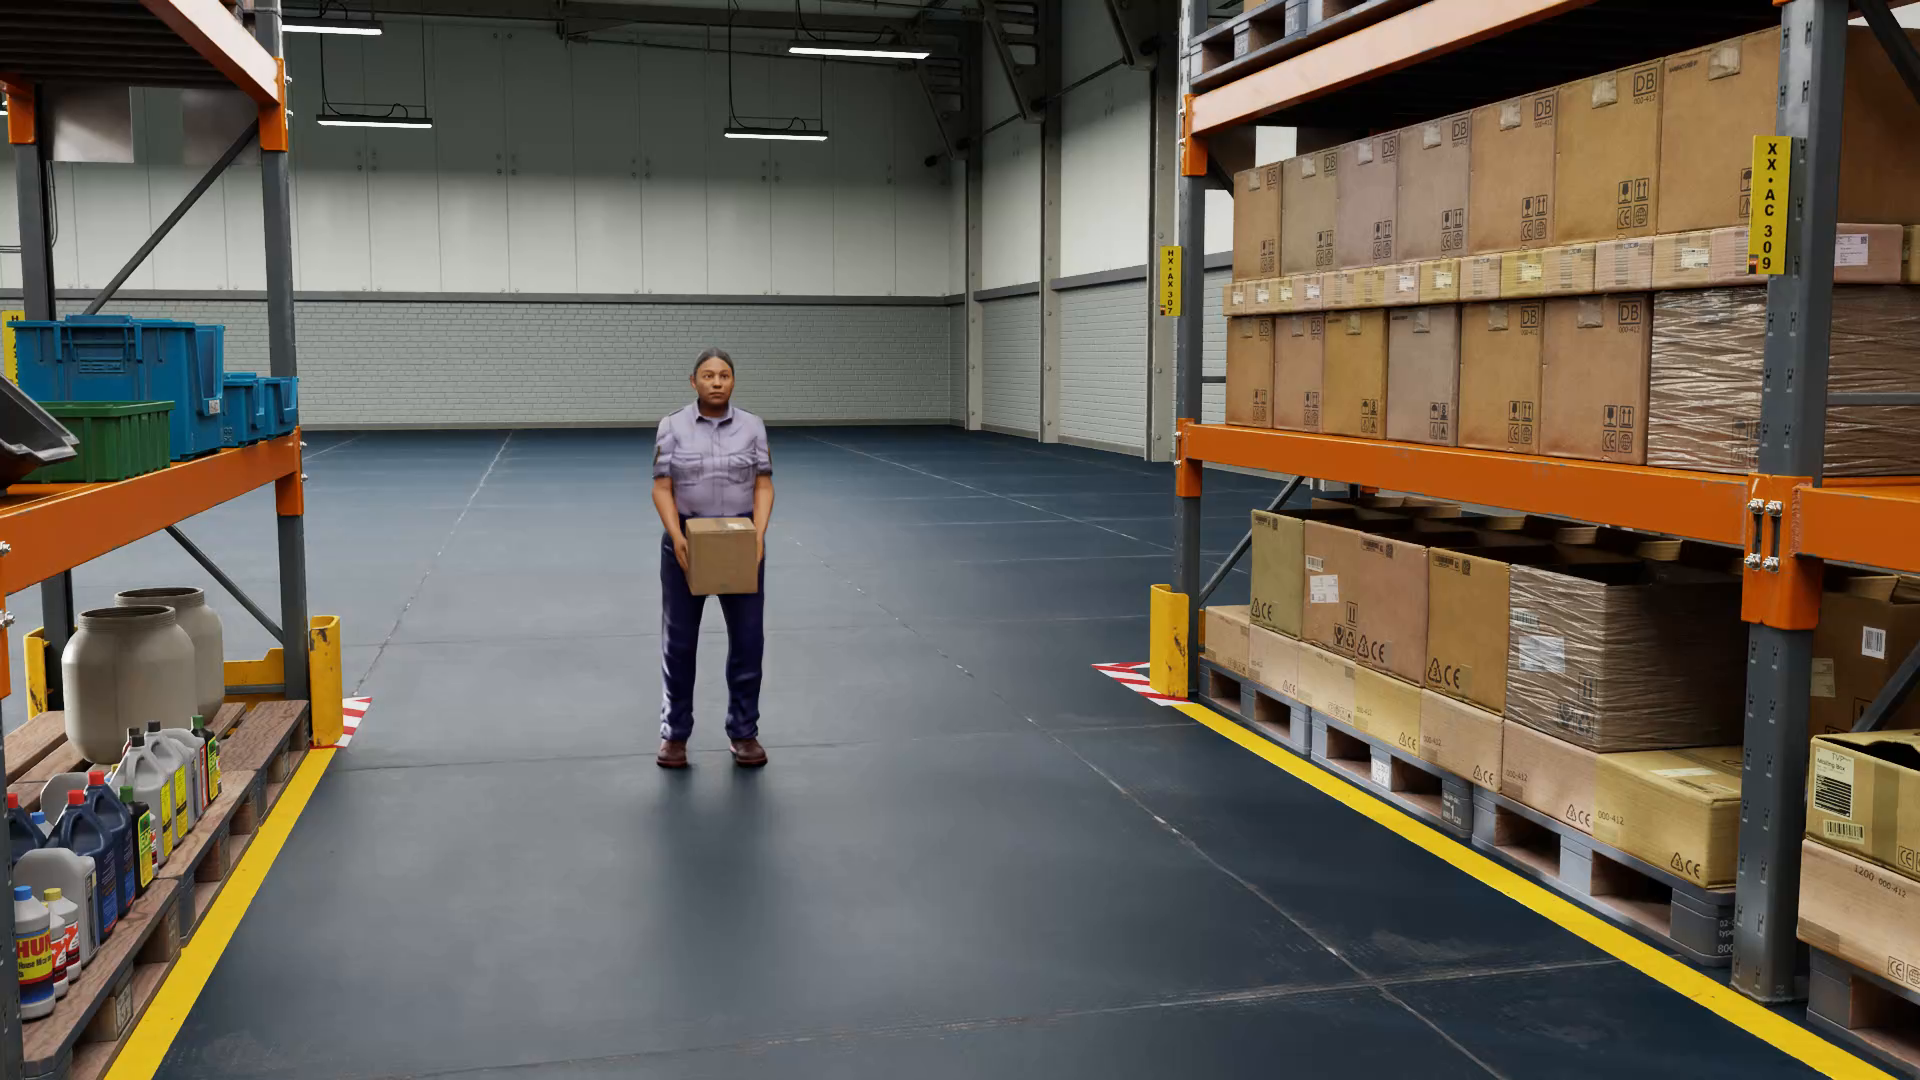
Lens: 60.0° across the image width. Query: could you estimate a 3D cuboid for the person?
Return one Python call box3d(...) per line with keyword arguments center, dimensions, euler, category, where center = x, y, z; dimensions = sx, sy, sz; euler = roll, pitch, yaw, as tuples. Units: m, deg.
box3d(center=(-0.979, 0.061, 6.642), dimensions=(0.498, 1.656, 0.450), euler=(-2, 6, -14), category="person")
